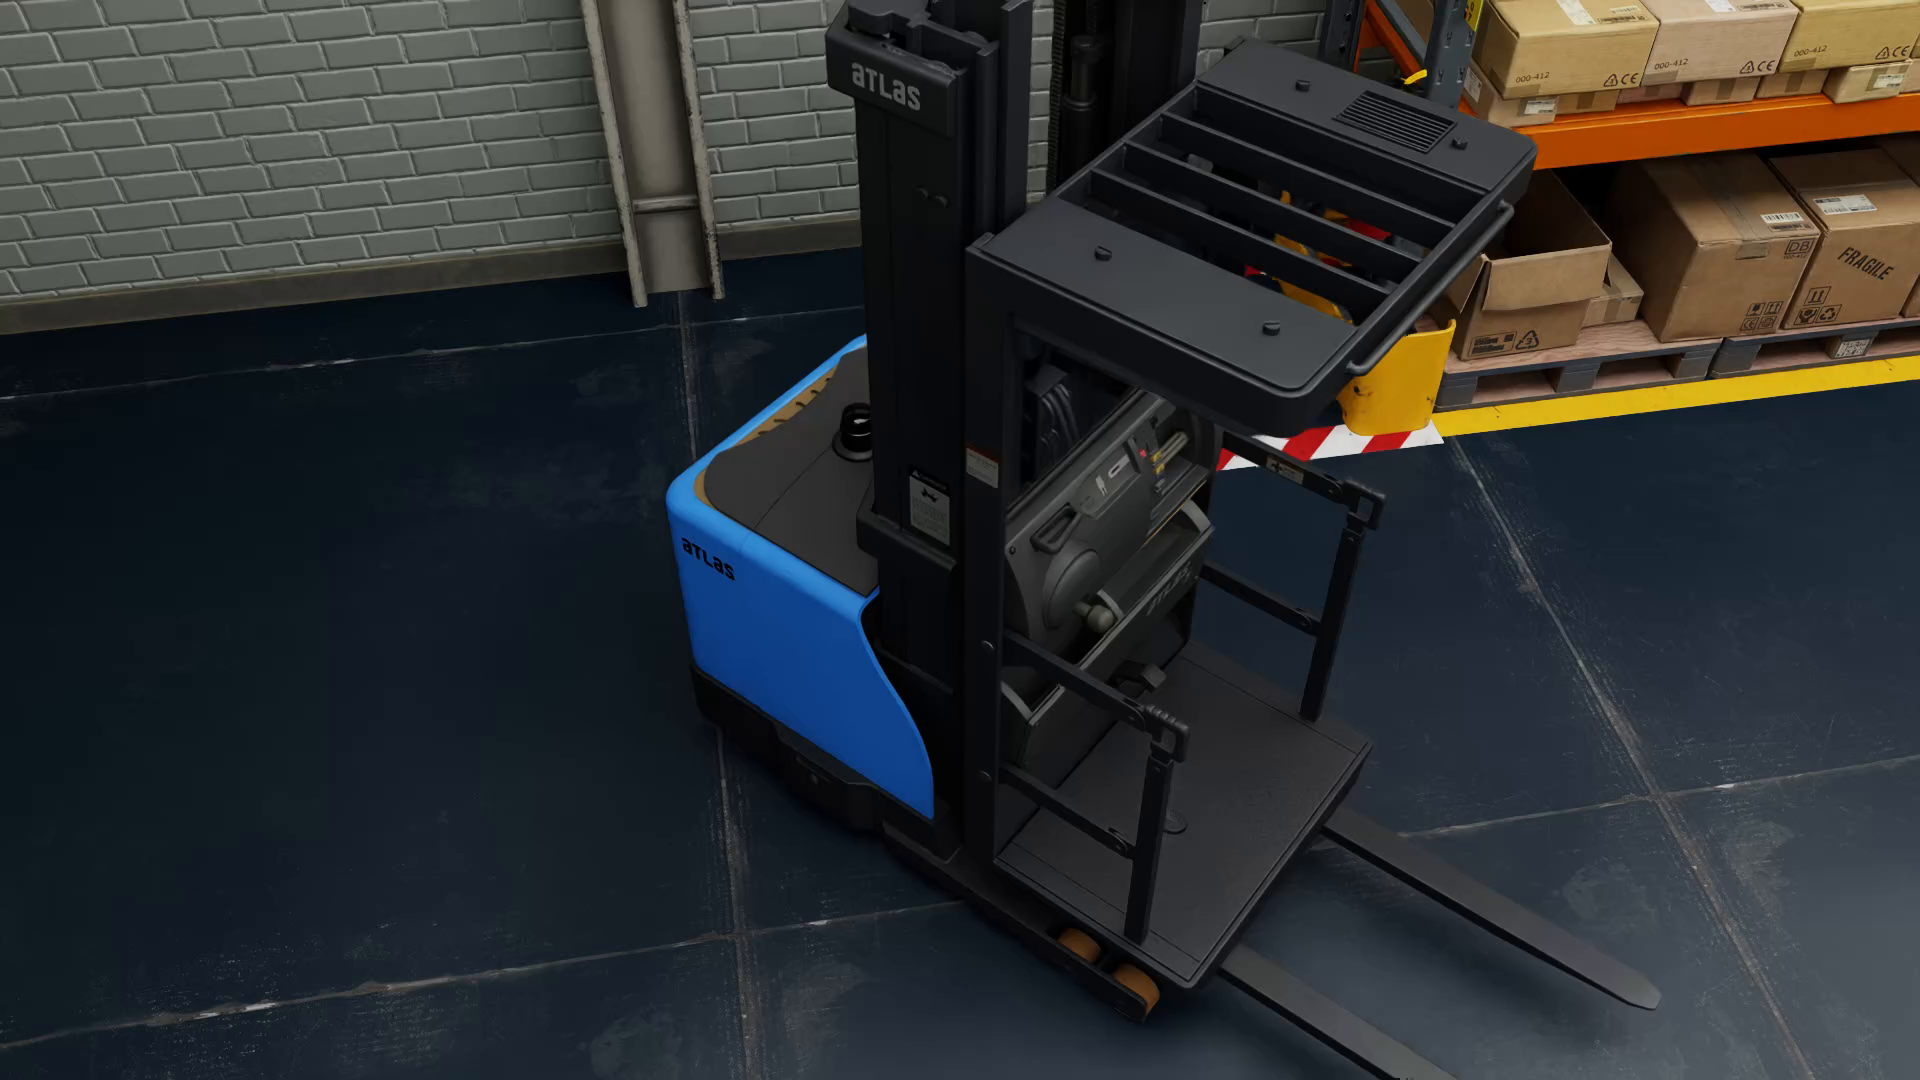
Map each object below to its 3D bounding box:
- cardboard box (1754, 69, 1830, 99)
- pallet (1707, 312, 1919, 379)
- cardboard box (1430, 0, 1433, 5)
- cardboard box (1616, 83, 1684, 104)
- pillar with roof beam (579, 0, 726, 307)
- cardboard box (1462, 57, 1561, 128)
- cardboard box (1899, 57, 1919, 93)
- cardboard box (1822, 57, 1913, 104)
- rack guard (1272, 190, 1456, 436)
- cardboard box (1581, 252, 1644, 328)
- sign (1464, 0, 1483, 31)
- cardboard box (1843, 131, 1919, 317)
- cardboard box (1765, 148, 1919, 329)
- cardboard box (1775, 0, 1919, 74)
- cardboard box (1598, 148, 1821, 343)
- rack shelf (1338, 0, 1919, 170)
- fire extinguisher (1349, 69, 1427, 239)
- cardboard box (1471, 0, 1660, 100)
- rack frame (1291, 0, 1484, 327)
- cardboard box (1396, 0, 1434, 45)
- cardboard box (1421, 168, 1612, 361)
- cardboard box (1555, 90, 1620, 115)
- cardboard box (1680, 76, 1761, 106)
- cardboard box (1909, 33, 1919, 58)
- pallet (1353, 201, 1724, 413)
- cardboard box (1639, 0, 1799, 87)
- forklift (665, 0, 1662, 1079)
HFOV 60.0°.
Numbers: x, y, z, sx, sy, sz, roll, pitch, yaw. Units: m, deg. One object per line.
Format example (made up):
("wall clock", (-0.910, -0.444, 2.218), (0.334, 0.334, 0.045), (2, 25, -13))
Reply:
("cardboard box", (2.950, -1.779, 6.056), (0.250, 0.149, 0.380), (-6, 46, -6))
("pallet", (3.623, -1.163, 7.224), (1.213, 0.211, 1.003), (-7, 46, -7))
("cardboard box", (1.971, -2.172, 6.157), (0.500, 0.250, 0.500), (-6, 46, -6))
("cardboard box", (2.430, -1.755, 6.032), (0.250, 0.149, 0.380), (-8, 47, -7))
("pillar with roof beam", (-0.513, -1.211, 1.168), (0.400, 9.000, 9.100), (-7, 46, -7))
("cardboard box", (1.934, -1.634, 5.916), (0.250, 0.149, 0.380), (-7, 47, -7))
("cardboard box", (3.468, -1.804, 6.079), (0.250, 0.149, 0.380), (-6, 46, -6))
("cardboard box", (3.212, -1.757, 6.034), (0.250, 0.149, 0.380), (-8, 47, -8))
("rack guard", (1.638, -1.018, 6.883), (0.348, 0.500, 1.175), (-7, 46, -7))
("cardboard box", (2.607, -1.065, 6.881), (0.250, 0.149, 0.380), (-9, 47, -8))
("sign", (1.656, -1.791, 5.291), (0.005, 0.325, 0.100), (-7, 46, -7))
("cardboard box", (4.054, -1.367, 6.928), (0.500, 0.500, 0.700), (-9, 47, -8))
("cardboard box", (3.569, -1.233, 6.799), (0.500, 0.500, 0.500), (-6, 46, -6))
("cardboard box", (3.052, -1.918, 5.912), (0.500, 0.250, 0.500), (-8, 47, -8))
("cardboard box", (3.031, -1.239, 6.805), (0.500, 0.500, 0.700), (-5, 46, -5))
("rack shelf", (3.534, -1.871, 6.470), (4.000, 0.370, 1.077), (-7, 46, -7))
("fire extinguisher", (1.497, -1.373, 5.803), (0.183, 0.674, 0.296), (-7, 46, -7))
("cardboard box", (2.056, -1.791, 5.790), (0.500, 0.250, 0.500), (-7, 46, -7))
("rack frame", (1.563, -1.876, 5.974), (0.127, 3.000, 1.000), (-7, 46, -7))
("cardboard box", (1.844, -2.020, 6.287), (0.250, 0.149, 0.380), (-8, 47, -7))
("cardboard box", (2.182, -1.163, 6.729), (0.637, 0.503, 0.797), (-9, 47, -8))
("cardboard box", (2.177, -1.698, 5.978), (0.250, 0.149, 0.380), (-6, 46, -6))
("cardboard box", (2.689, -1.743, 6.020), (0.250, 0.149, 0.380), (-6, 46, -6))
("cardboard box", (3.552, -1.996, 5.988), (0.500, 0.250, 0.500), (-8, 47, -8))
("pallet", (2.424, -1.016, 7.082), (1.213, 0.211, 1.003), (-7, 46, -7))
("cardboard box", (2.553, -1.853, 5.850), (0.500, 0.250, 0.500), (-7, 46, -6))
("forklift", (0.584, -0.050, 4.263), (3.031, 2.935, 1.130), (29, 53, 25))
